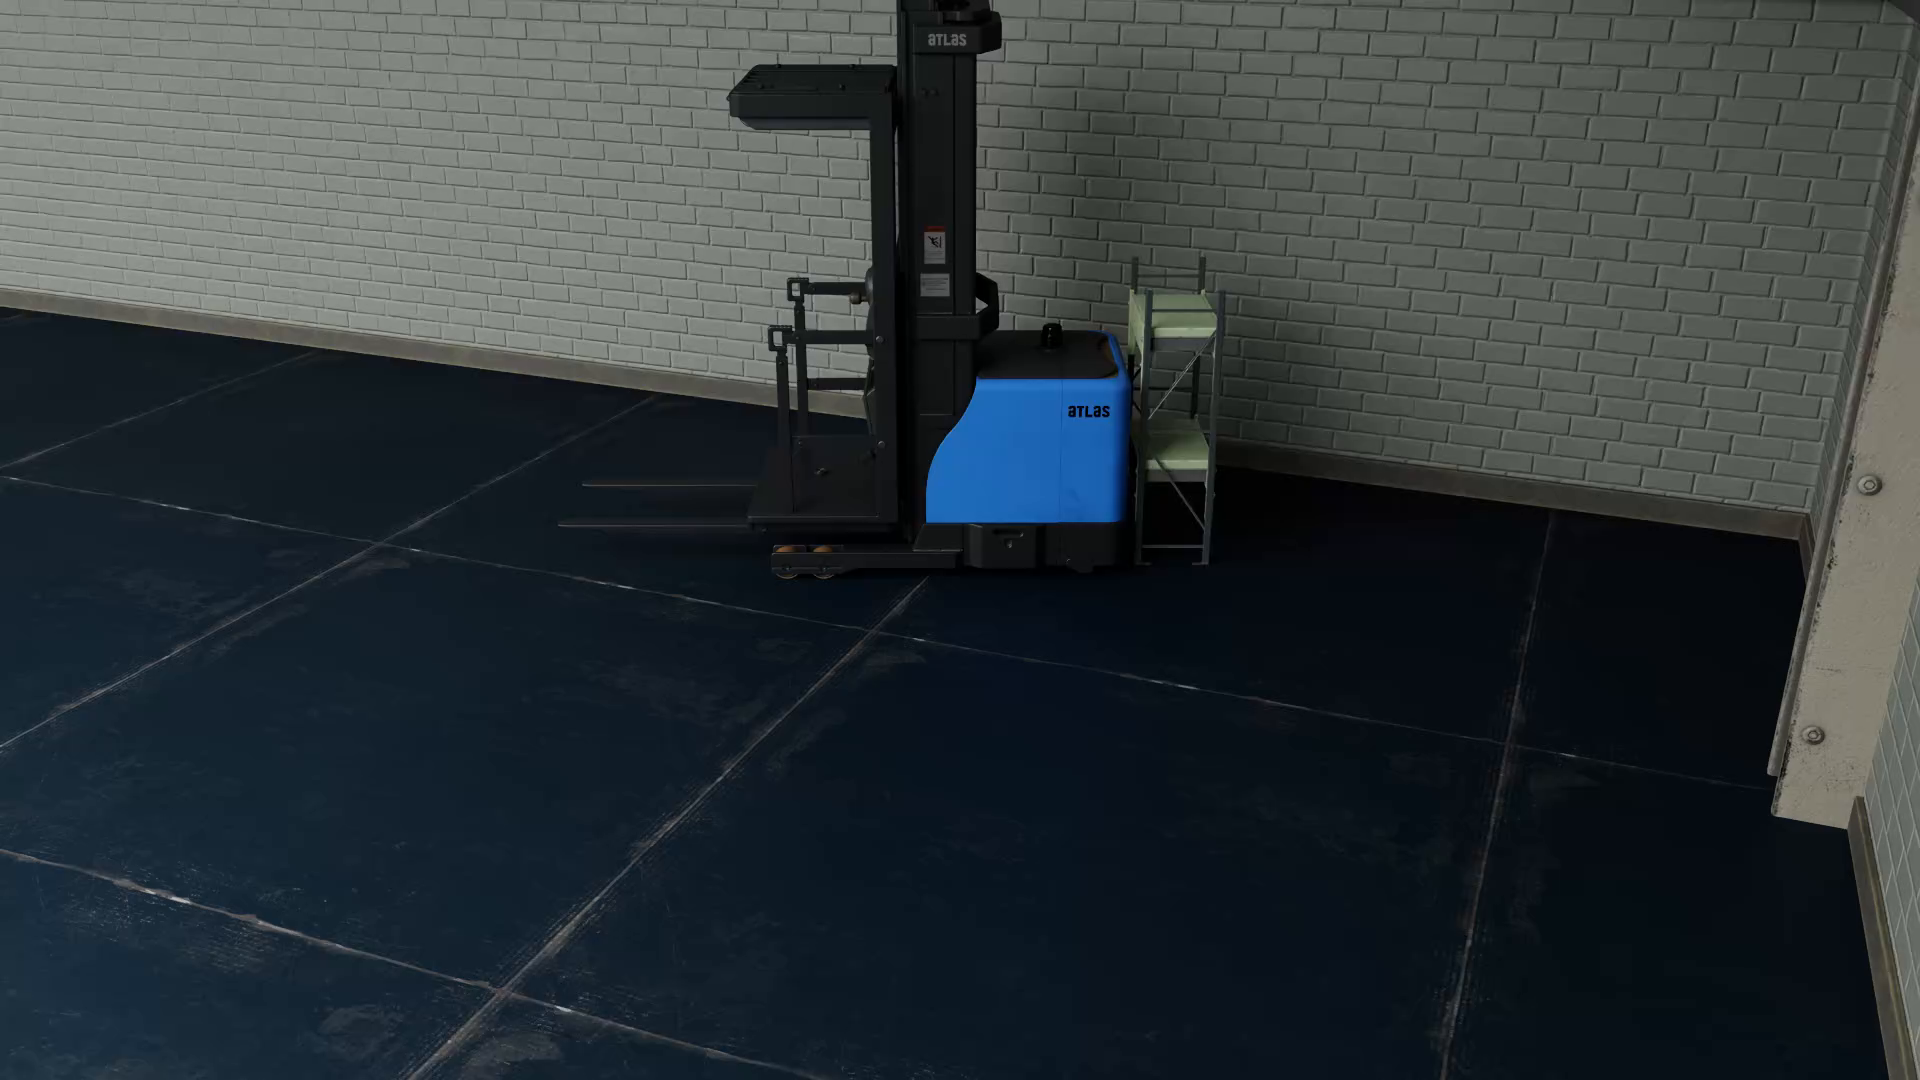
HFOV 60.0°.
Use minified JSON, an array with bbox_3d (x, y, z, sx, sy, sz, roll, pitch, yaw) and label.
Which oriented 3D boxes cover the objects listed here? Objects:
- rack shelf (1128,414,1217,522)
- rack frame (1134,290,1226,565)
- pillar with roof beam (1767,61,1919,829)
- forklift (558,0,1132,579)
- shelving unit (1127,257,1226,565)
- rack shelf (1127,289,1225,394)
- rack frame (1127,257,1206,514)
[{"bbox_3d":[1.136,-0.402,9.113,0.431,0.370,0.720,0,23,0],"label":"rack shelf"},{"bbox_3d":[1.136,-0.562,8.650,0.400,1.500,0.023,0,23,0],"label":"rack frame"},{"bbox_3d":[-0.546,-3.721,6.483,9.100,9.000,0.400,9,24,20],"label":"pillar with roof beam"},{"bbox_3d":[-0.629,-1.353,8.685,3.031,2.935,1.130,0,23,0],"label":"forklift"},{"bbox_3d":[1.136,-0.703,8.988,0.431,1.500,0.755,0,23,0],"label":"shelving unit"},{"bbox_3d":[1.136,-1.063,8.837,0.431,0.370,0.720,0,23,0],"label":"rack shelf"},{"bbox_3d":[1.136,-0.844,9.325,0.400,1.500,0.023,0,23,0],"label":"rack frame"}]
